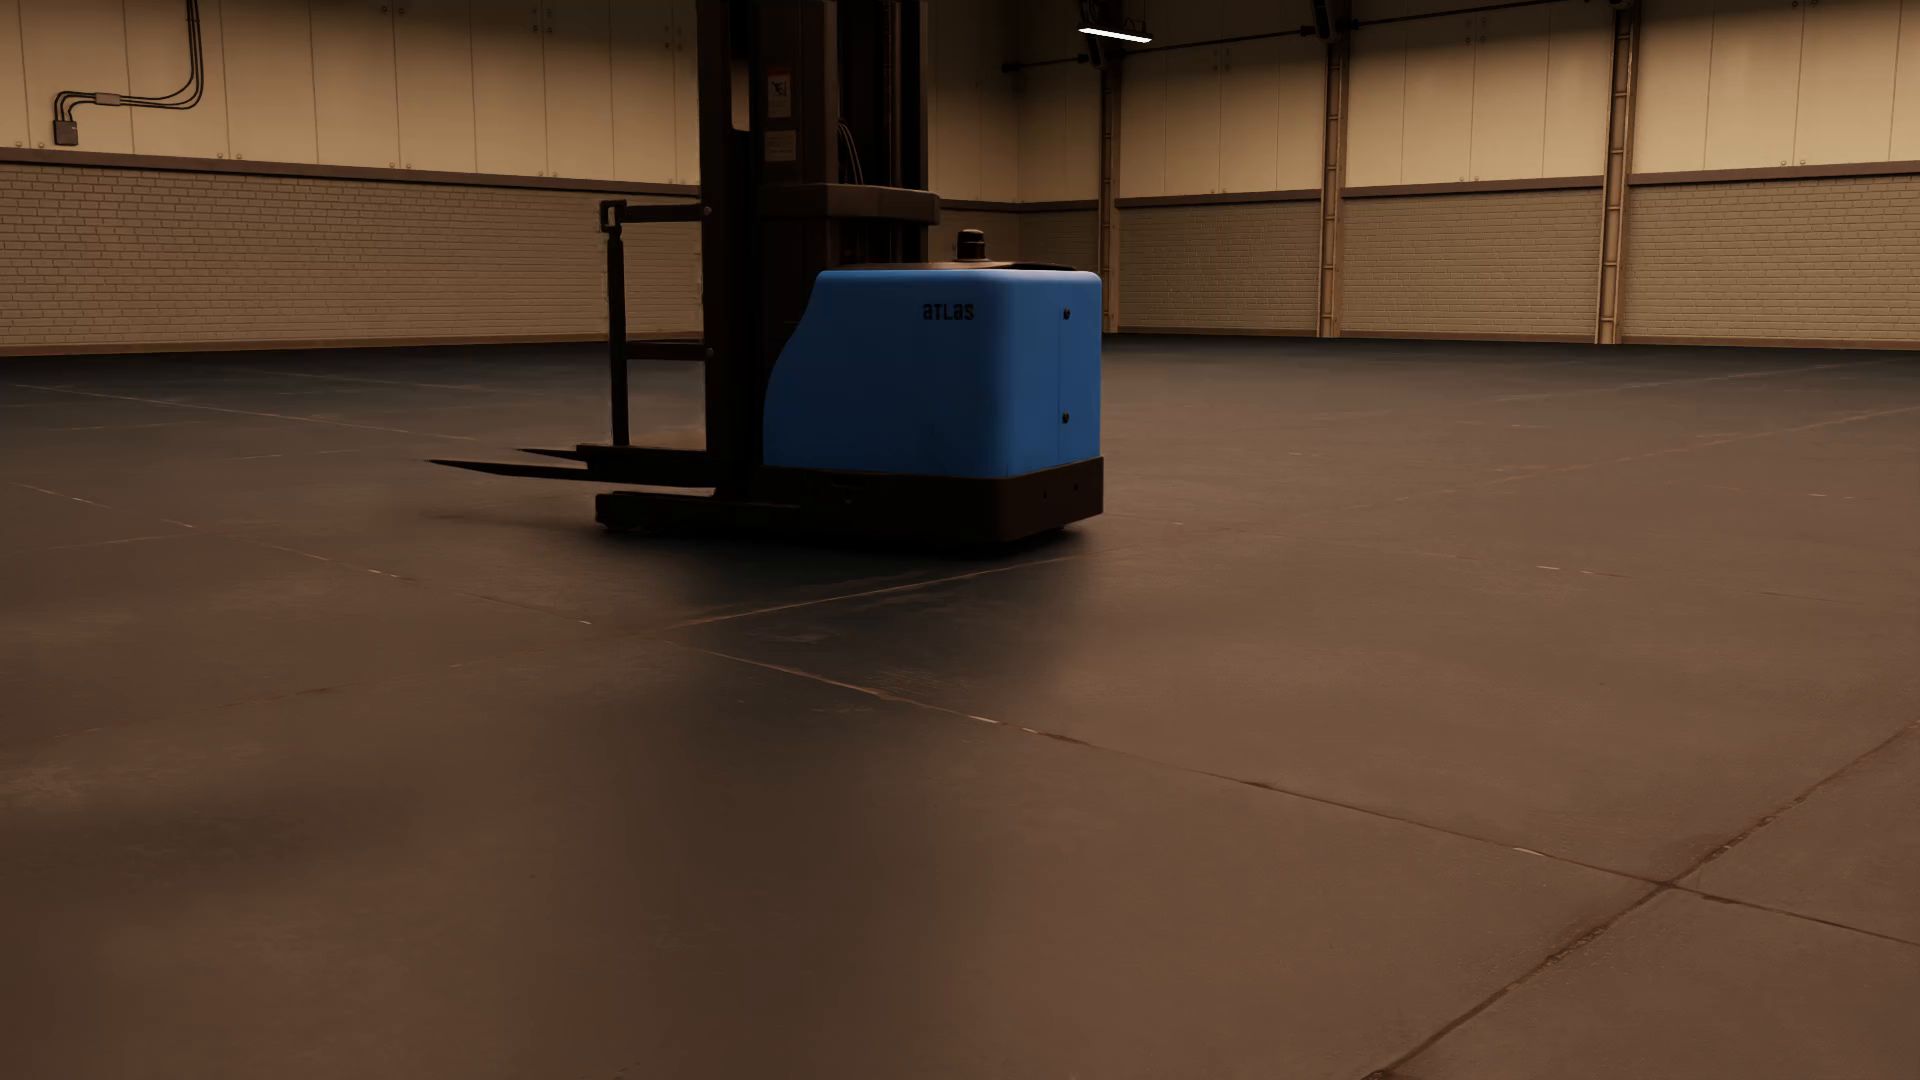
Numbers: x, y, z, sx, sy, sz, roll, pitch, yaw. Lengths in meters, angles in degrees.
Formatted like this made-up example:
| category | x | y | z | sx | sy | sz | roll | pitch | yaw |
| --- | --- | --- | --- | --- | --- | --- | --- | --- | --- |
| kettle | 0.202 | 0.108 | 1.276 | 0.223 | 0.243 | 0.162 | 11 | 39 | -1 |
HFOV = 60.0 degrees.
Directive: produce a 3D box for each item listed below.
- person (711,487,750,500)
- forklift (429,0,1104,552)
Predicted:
| category | x | y | z | sx | sy | sz | roll | pitch | yaw |
| --- | --- | --- | --- | --- | --- | --- | --- | --- | --- |
| person | -0.791 | -0.825 | 7.639 | 1.001 | 1.347 | 1.104 | -3 | 9 | -19 |
| forklift | -0.948 | -1.535 | 7.071 | 3.031 | 2.935 | 1.130 | 4 | 10 | 27 |
